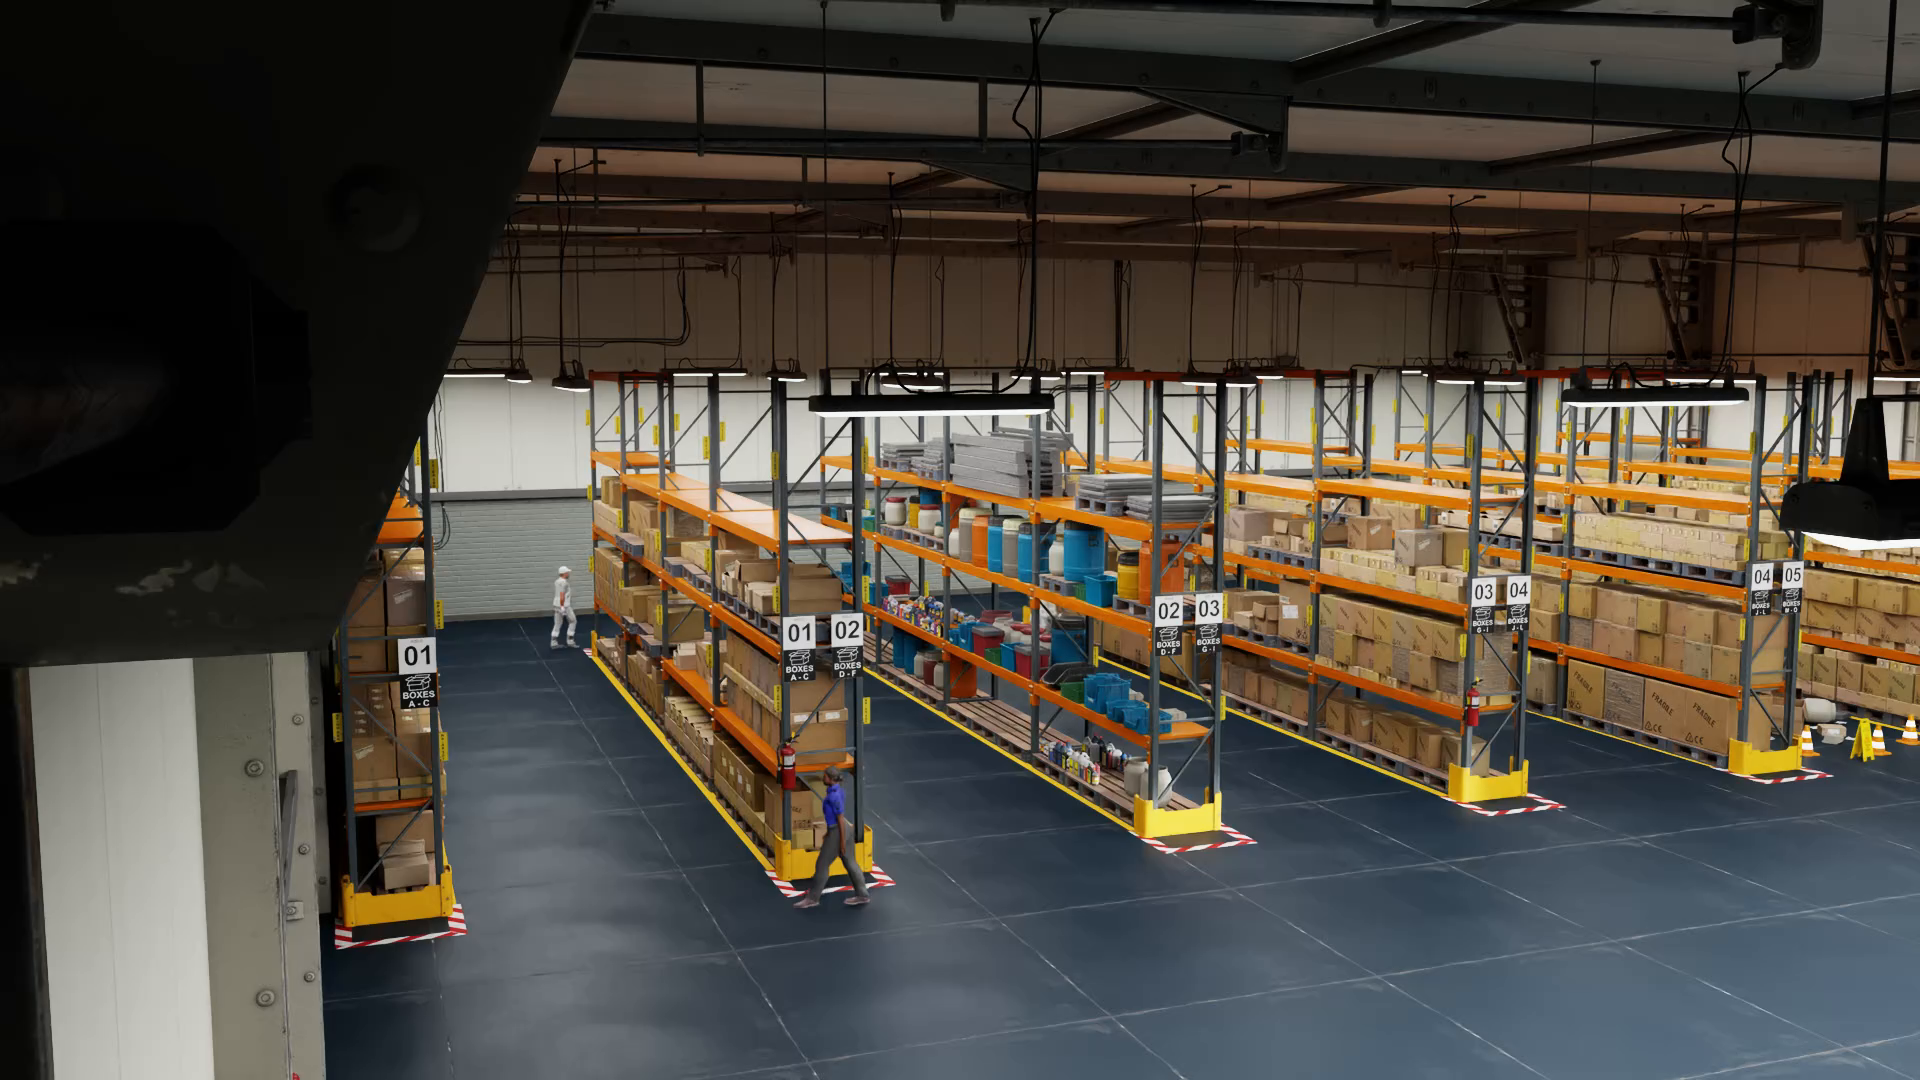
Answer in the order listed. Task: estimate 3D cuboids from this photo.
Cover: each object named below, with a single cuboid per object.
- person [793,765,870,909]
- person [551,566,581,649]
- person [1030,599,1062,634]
[{"bbox_3d":[-1.462,3.390,19.050,0.842,1.601,0.496,1,6,8],"label":"person"},{"bbox_3d":[-8.544,1.452,35.743,0.556,1.784,0.615,6,9,44],"label":"person"},{"bbox_3d":[1.832,1.579,34.638,0.605,1.719,1.039,-2,7,-19],"label":"person"}]
